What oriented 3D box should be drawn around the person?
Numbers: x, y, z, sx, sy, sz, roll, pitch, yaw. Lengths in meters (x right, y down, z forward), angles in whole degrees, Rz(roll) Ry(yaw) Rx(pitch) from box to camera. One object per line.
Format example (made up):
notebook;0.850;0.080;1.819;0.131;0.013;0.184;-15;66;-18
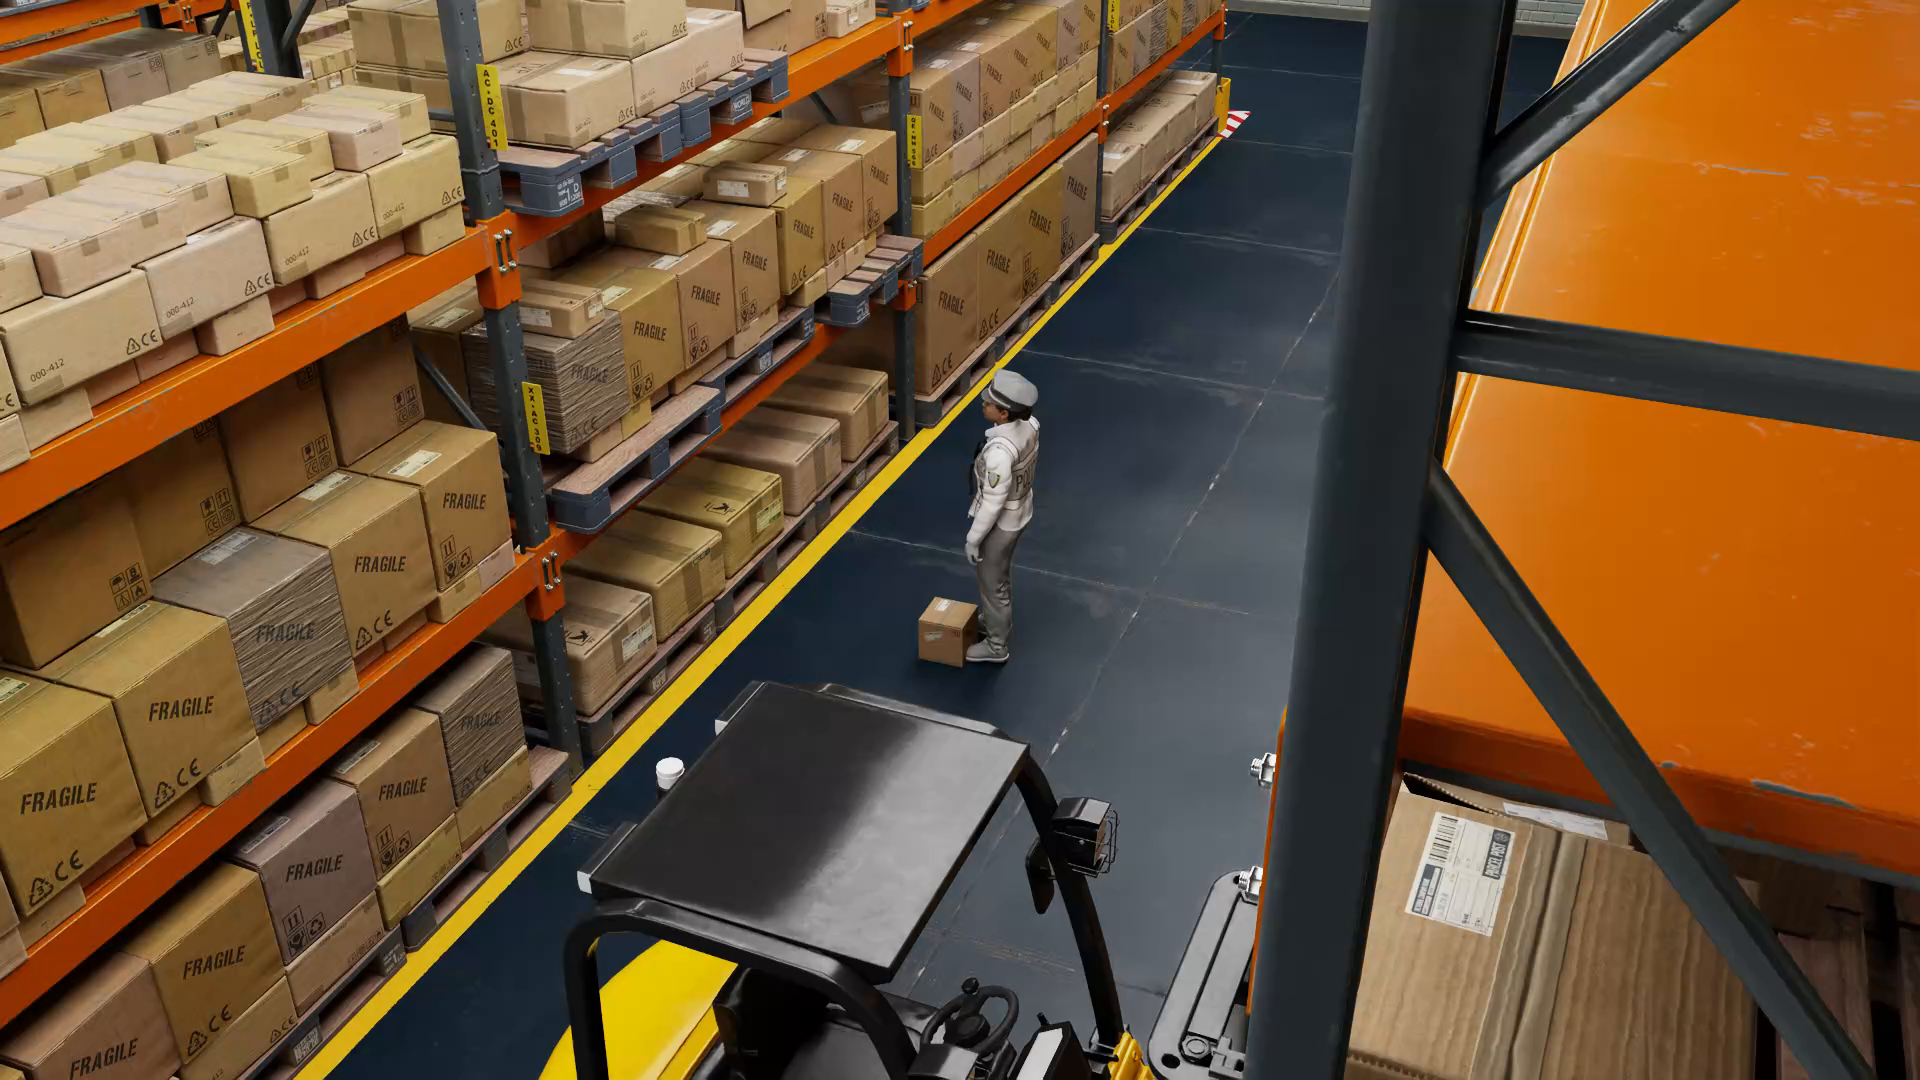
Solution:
person;0.139;-0.113;8.537;0.529;1.694;0.587;11;32;19
